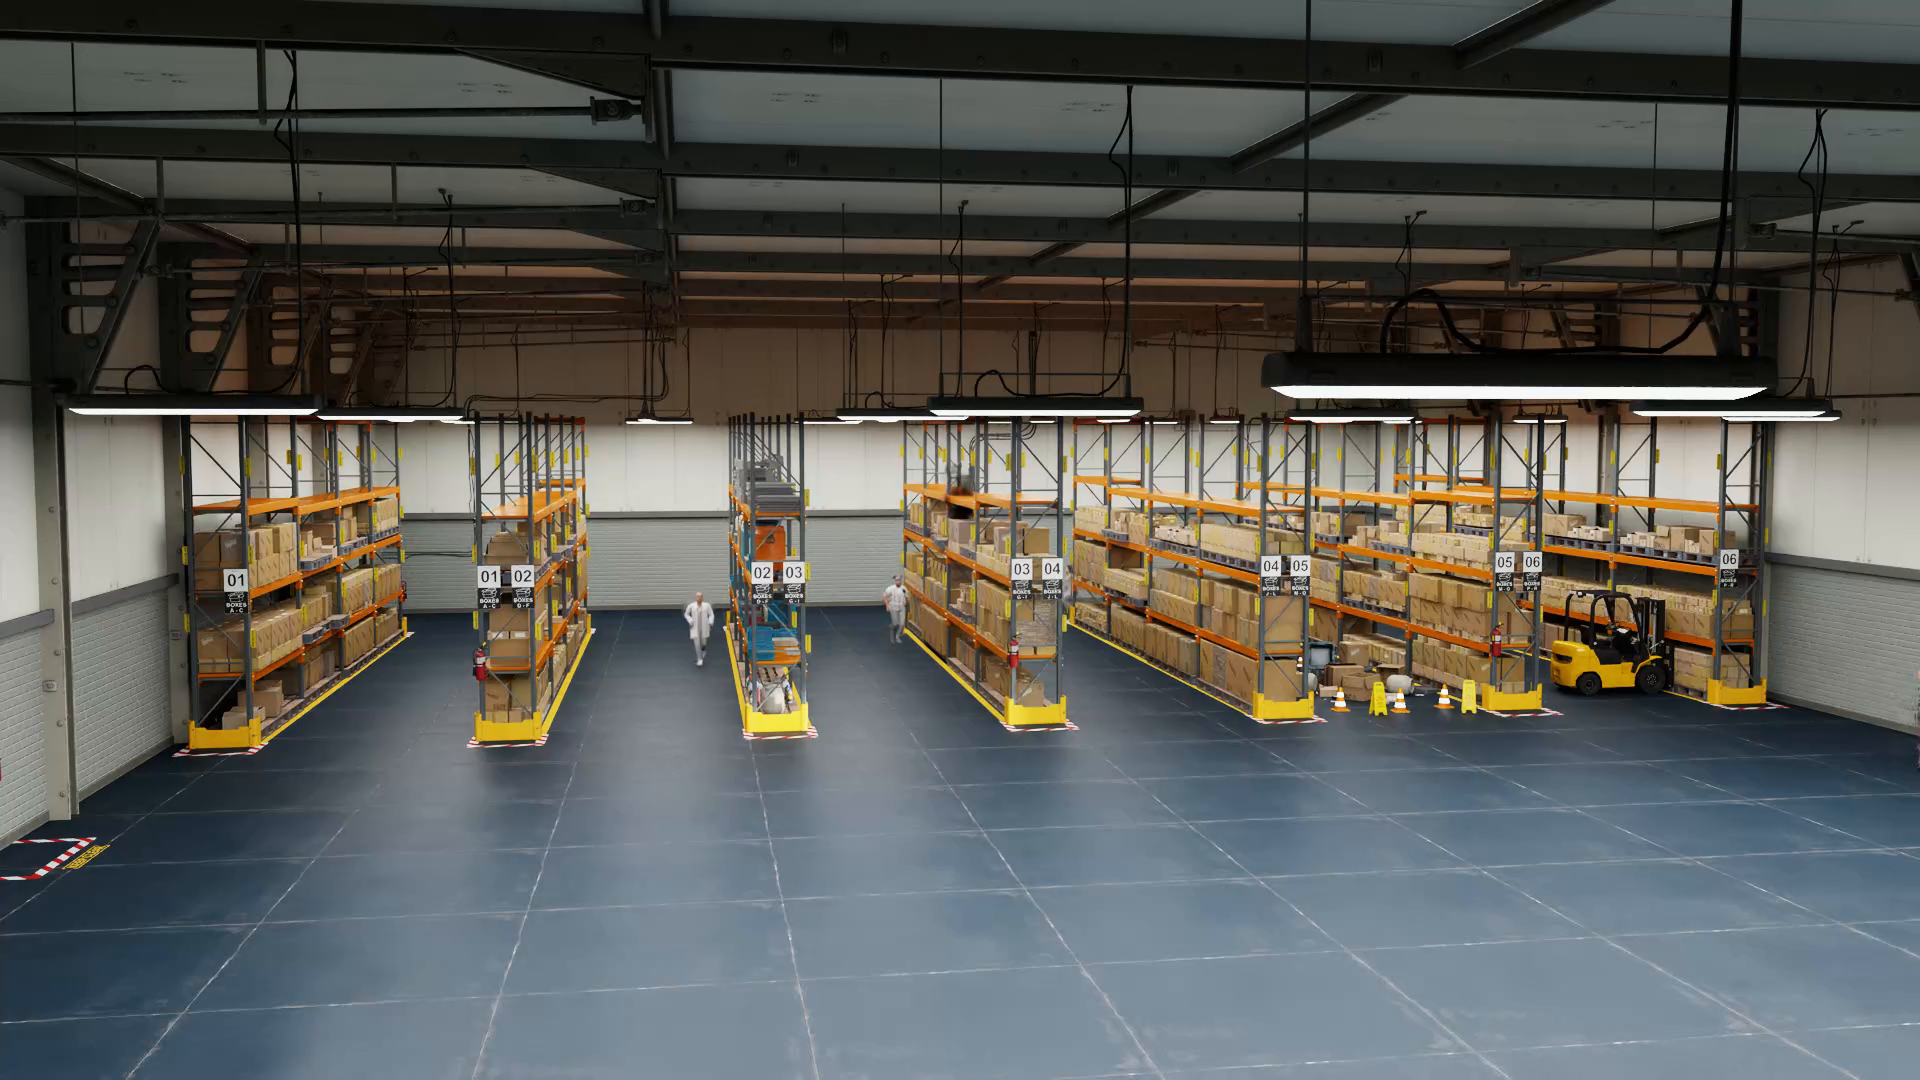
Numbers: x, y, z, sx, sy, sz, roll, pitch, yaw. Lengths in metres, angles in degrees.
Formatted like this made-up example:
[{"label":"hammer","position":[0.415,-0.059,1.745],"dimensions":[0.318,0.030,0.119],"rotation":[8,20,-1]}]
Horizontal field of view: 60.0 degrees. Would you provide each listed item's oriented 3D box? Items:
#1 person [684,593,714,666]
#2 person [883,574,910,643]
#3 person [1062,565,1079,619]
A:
[{"label":"person","position":[-6.296,2.135,40.176],"dimensions":[0.712,1.739,0.652],"rotation":[-1,4,-11]},{"label":"person","position":[-1.551,1.740,41.811],"dimensions":[0.658,1.753,0.560],"rotation":[-1,4,-19]},{"label":"person","position":[3.250,1.547,49.358],"dimensions":[0.713,1.612,0.578],"rotation":[-1,4,-17]}]
